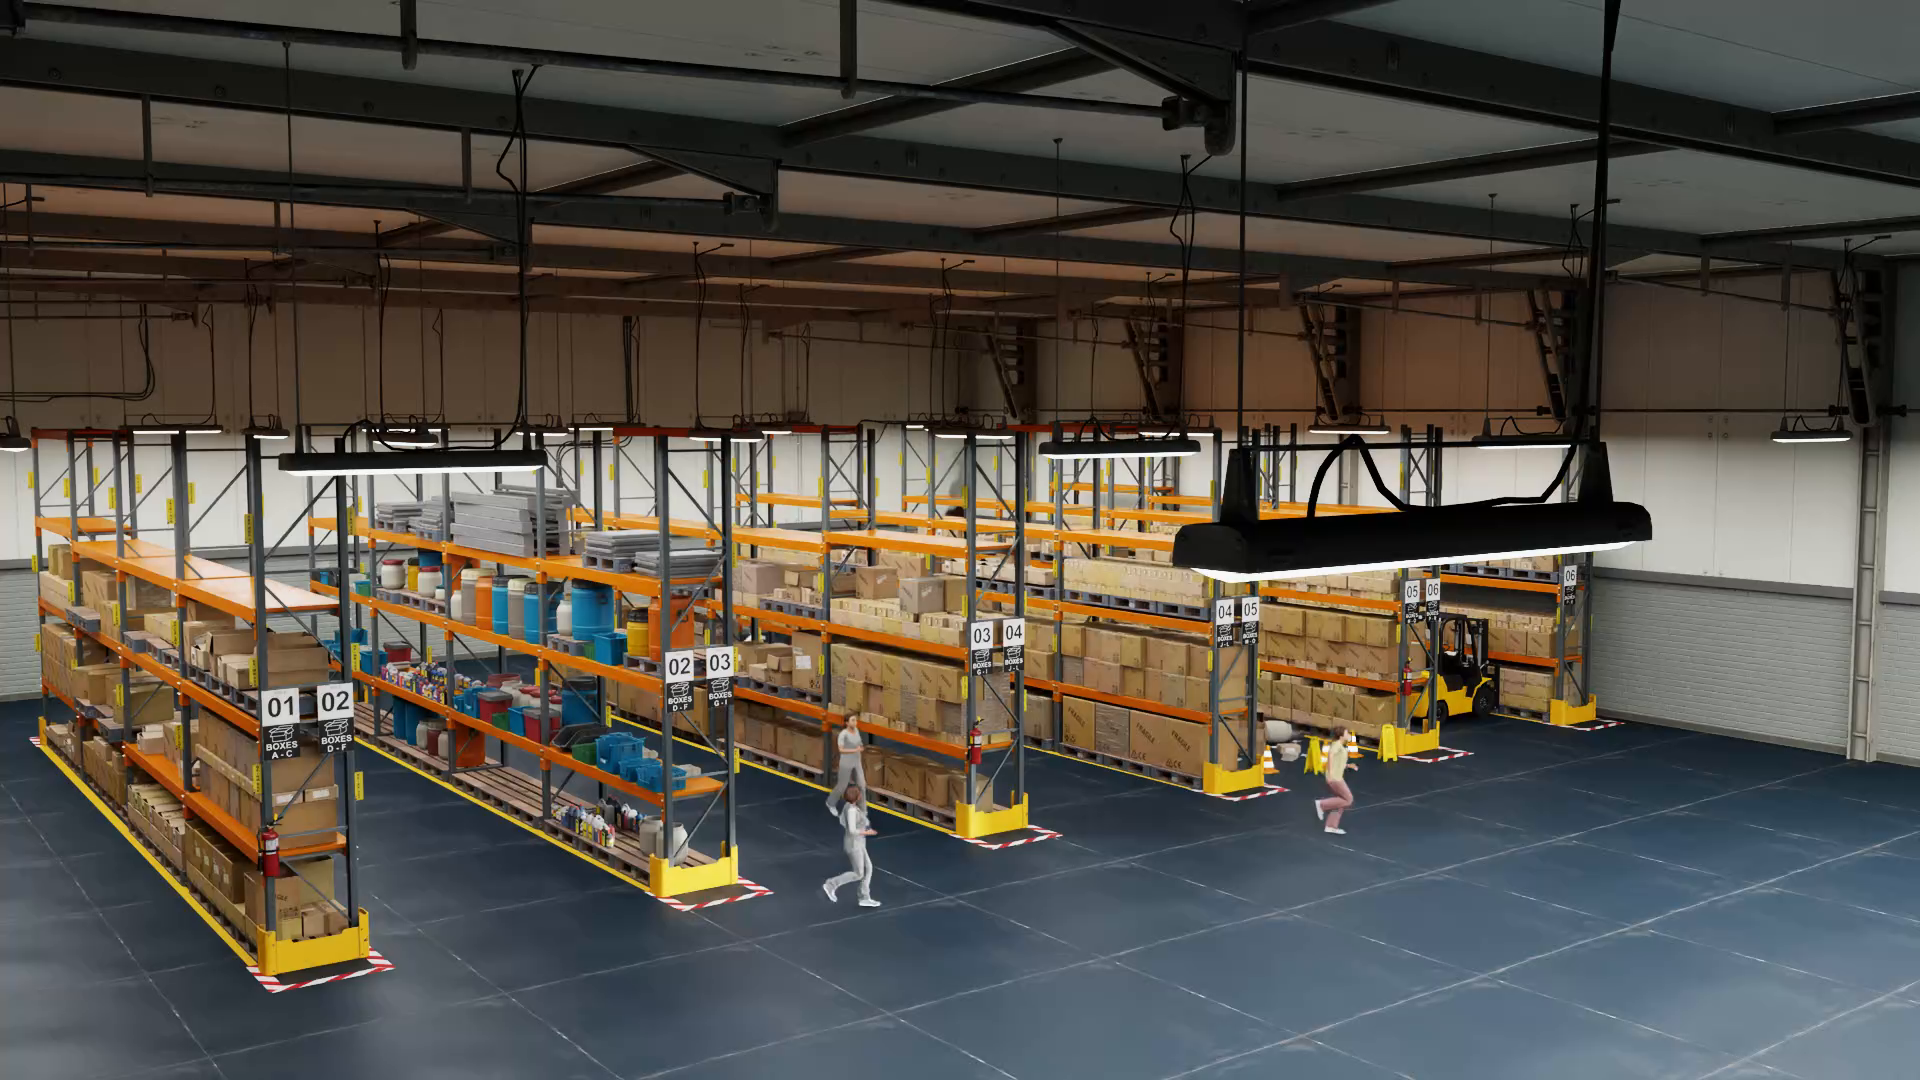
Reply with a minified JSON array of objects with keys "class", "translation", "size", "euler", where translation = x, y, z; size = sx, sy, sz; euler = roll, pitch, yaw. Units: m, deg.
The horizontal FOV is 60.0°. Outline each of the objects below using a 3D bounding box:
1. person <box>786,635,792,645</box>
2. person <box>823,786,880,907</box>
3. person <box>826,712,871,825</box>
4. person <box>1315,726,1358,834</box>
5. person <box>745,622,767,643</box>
[{"class":"person","translation":[-4.150,2.239,41.669],"size":[0.729,1.730,0.746],"euler":[4,6,41]},{"class":"person","translation":[-1.380,3.898,21.106],"size":[0.738,1.562,0.548],"euler":[-1,5,-7]},{"class":"person","translation":[-1.708,3.466,25.503],"size":[0.552,1.678,0.948],"euler":[-4,6,-44]},{"class":"person","translation":[5.638,3.587,24.872],"size":[0.630,1.617,0.619],"euler":[1,5,7]},{"class":"person","translation":[-4.381,2.638,35.943],"size":[0.674,1.740,0.782],"euler":[-4,6,-42]}]
